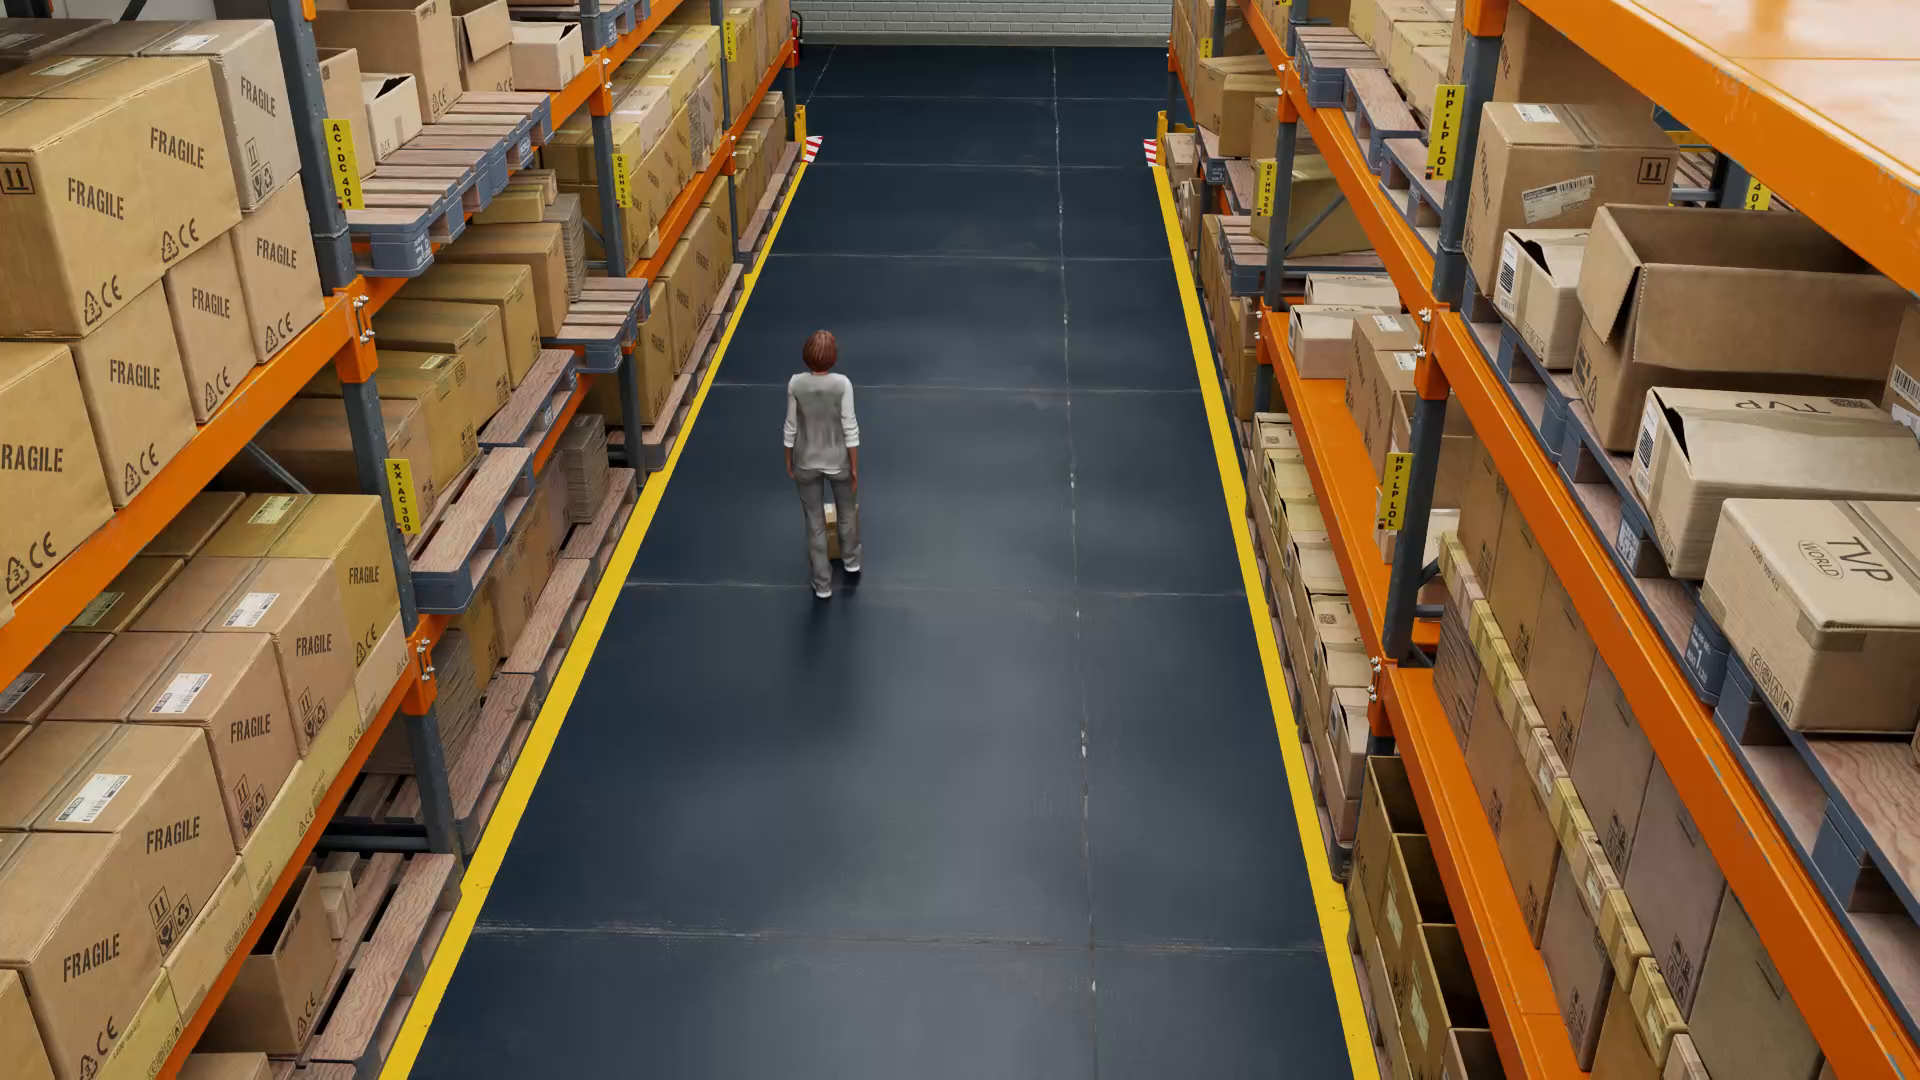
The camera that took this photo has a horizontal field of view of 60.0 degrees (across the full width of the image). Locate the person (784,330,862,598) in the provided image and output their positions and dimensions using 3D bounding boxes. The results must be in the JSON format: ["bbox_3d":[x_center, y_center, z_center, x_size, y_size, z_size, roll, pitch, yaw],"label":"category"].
[{"bbox_3d":[-0.782,-0.477,9.500,0.425,1.592,0.586,-1,28,-2],"label":"person"}]
